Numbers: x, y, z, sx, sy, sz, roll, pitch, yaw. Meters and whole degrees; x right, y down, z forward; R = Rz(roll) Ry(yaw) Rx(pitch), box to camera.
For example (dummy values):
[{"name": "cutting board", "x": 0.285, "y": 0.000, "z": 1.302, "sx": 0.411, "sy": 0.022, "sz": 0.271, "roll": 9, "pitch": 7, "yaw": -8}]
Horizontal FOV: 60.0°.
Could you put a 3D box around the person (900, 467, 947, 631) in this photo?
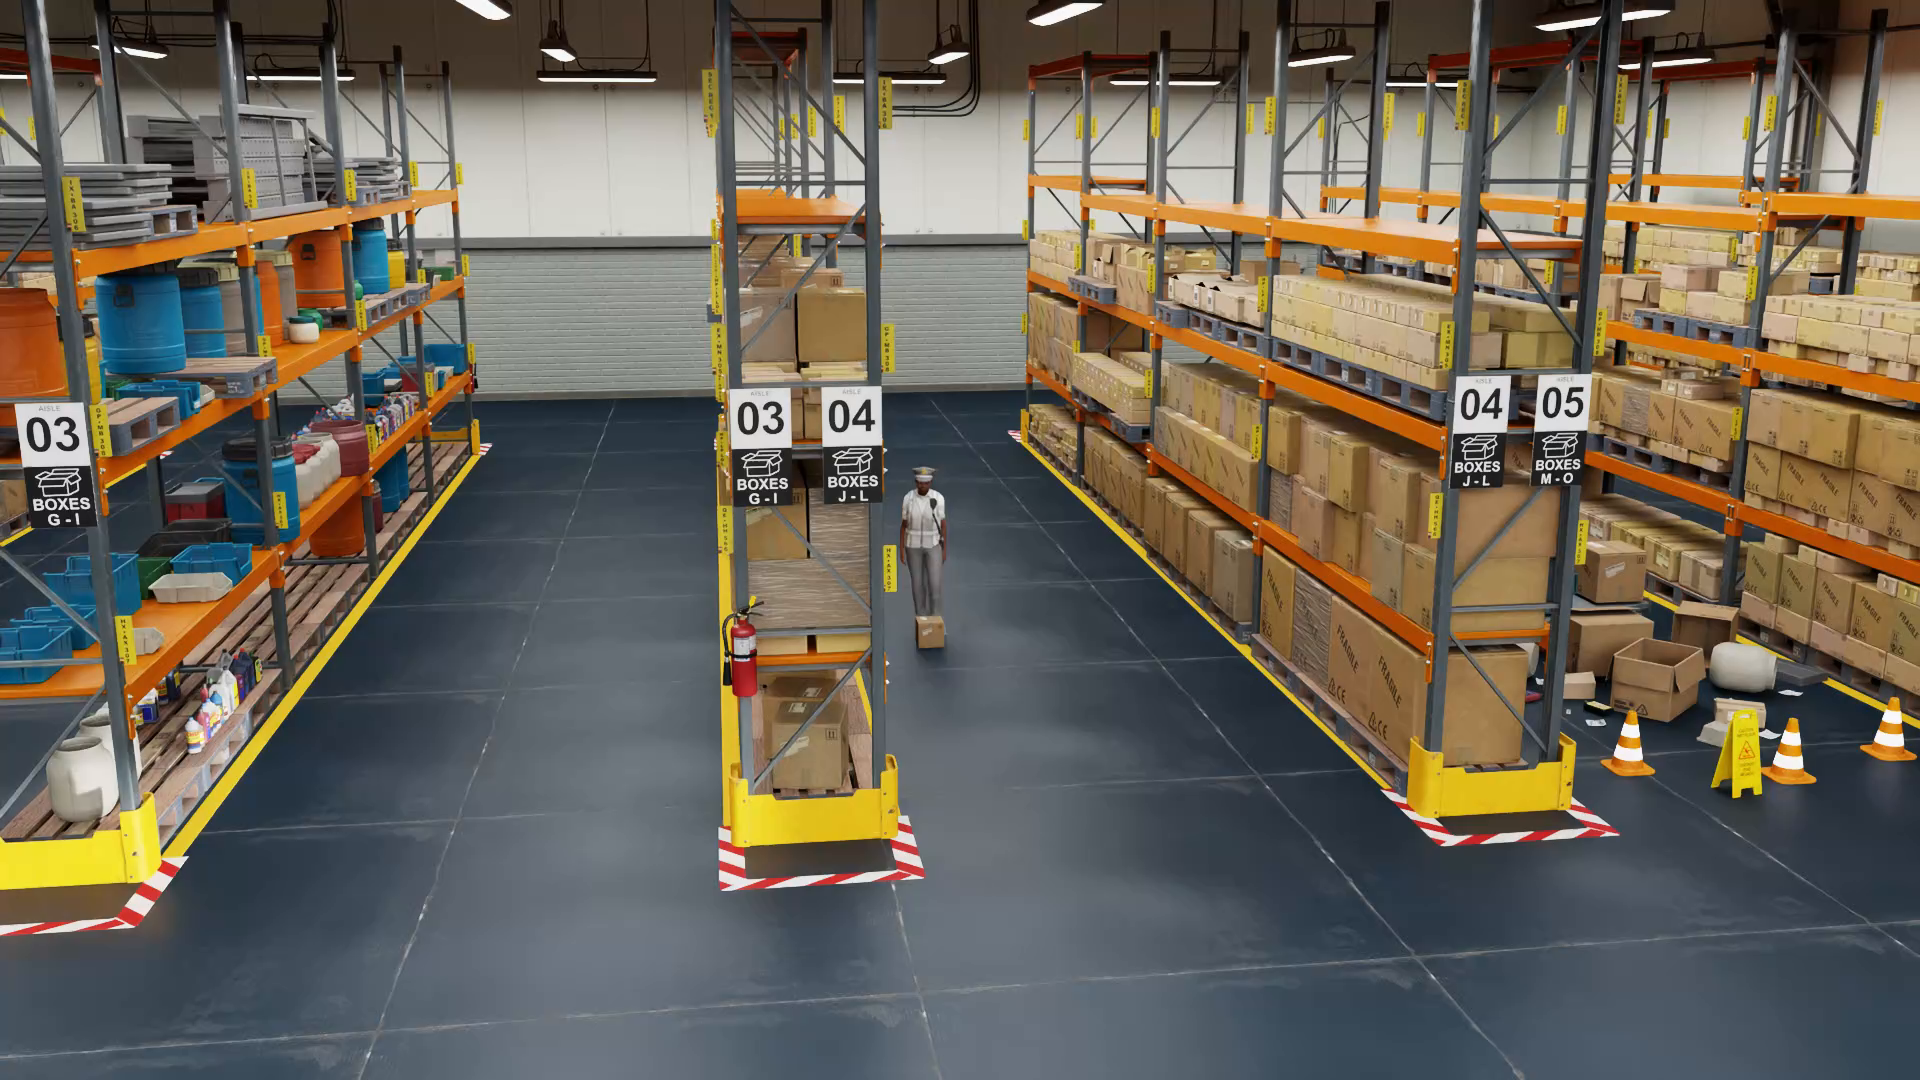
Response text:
[{"name": "person", "x": -0.378, "y": 0.106, "z": 16.467, "sx": 0.459, "sy": 1.673, "sz": 0.571, "roll": 1, "pitch": 13, "yaw": 6}]
